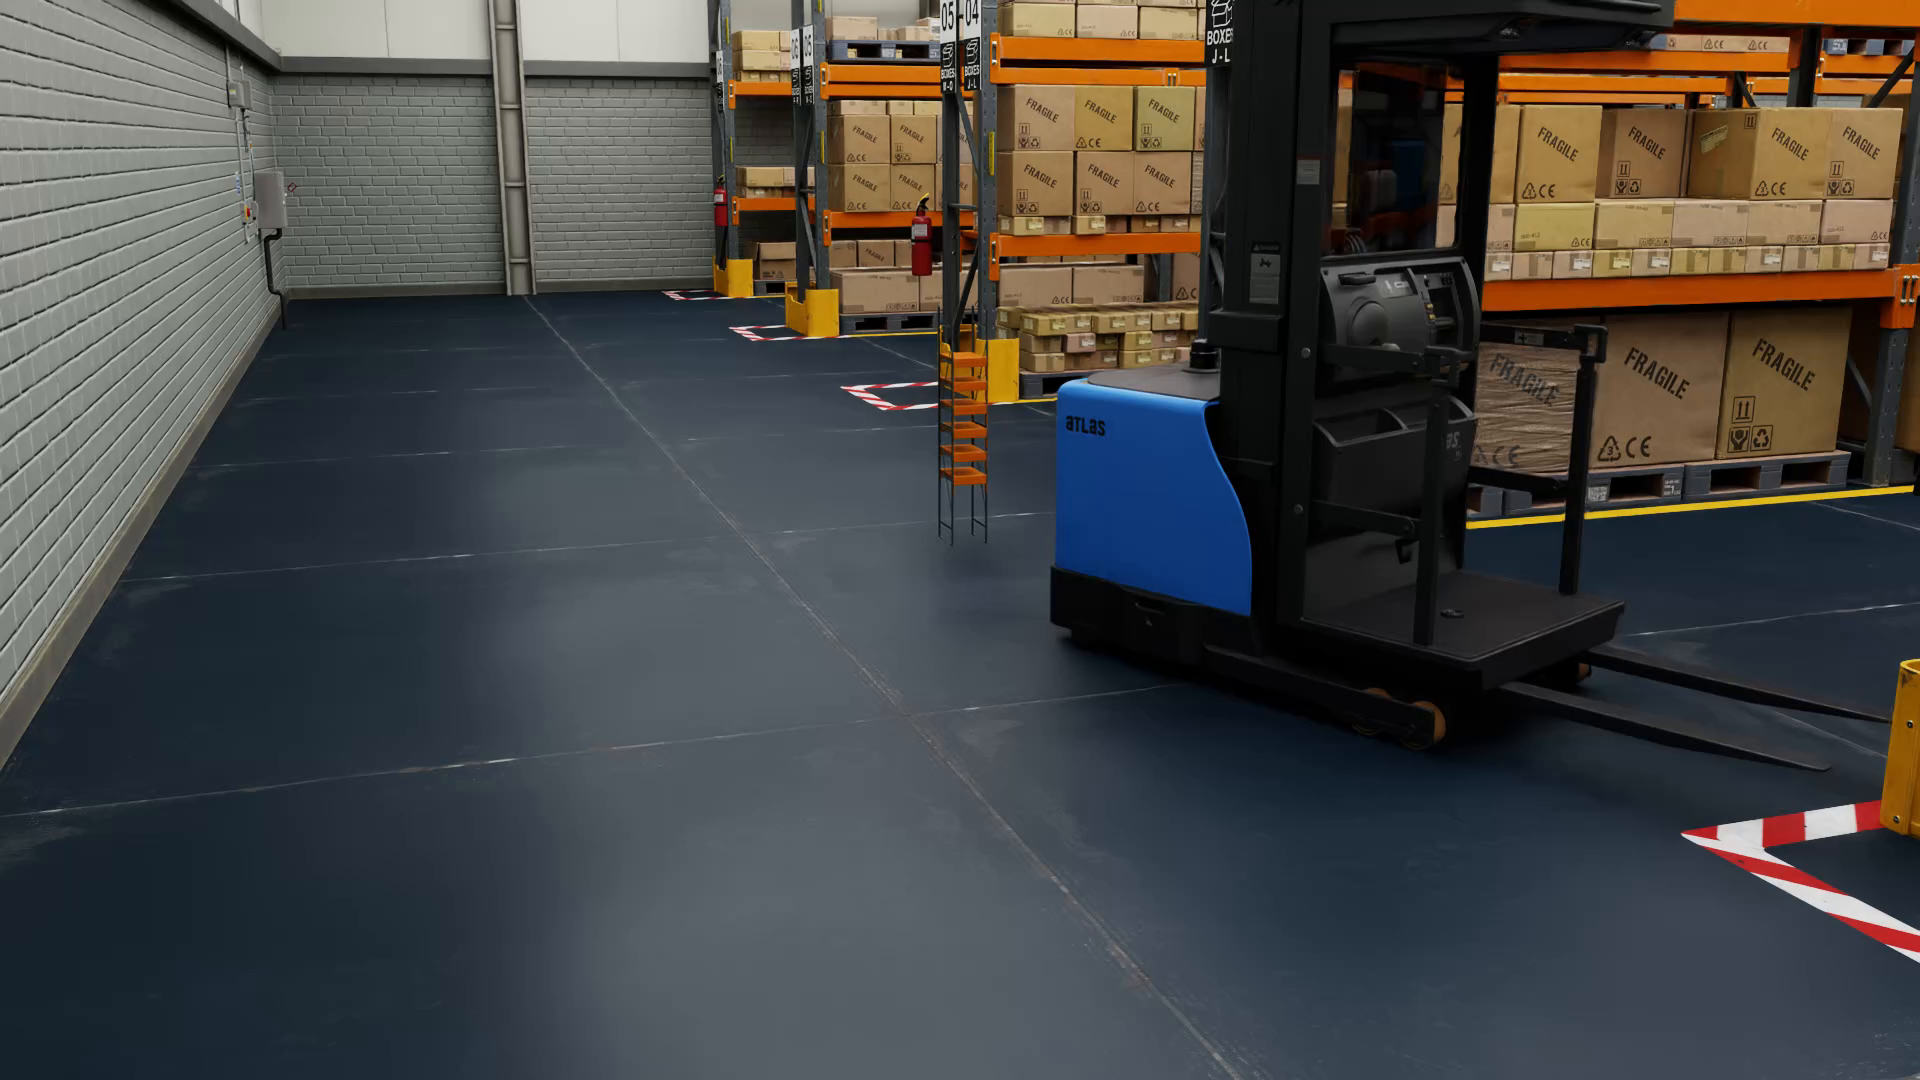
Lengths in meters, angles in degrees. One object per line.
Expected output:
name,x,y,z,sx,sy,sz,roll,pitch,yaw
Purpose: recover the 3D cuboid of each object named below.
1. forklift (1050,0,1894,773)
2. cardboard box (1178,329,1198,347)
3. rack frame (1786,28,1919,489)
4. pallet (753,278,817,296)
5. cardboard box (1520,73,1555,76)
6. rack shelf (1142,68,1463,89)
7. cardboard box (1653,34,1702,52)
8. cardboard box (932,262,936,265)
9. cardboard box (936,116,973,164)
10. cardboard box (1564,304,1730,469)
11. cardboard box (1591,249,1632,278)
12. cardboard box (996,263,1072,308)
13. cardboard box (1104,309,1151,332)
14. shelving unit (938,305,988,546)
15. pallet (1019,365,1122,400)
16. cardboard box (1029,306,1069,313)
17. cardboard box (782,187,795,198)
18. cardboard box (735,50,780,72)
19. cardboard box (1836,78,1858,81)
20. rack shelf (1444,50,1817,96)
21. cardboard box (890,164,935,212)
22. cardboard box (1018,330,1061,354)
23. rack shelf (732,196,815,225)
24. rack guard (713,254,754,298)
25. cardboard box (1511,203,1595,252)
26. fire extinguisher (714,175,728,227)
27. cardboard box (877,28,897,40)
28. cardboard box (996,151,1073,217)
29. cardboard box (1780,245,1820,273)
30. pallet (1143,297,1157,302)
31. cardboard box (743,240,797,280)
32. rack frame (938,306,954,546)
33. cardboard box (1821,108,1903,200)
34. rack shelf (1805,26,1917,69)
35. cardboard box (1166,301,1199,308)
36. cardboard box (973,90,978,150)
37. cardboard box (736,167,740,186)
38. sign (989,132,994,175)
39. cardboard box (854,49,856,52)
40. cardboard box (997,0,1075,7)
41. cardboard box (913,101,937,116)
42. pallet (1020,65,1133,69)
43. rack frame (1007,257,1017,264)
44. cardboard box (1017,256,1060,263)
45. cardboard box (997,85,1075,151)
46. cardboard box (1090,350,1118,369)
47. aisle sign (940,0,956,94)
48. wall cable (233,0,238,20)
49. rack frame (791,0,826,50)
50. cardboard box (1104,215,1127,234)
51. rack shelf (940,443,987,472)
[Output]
forklift,1.743,-0.846,5.864,1.130,2.935,3.031,-12,18,-41
cardboard box,1.871,-1.733,14.055,0.250,0.149,0.380,-4,14,-15
rack frame,5.346,-1.878,10.057,0.127,3.000,1.000,-4,14,-18
pallet,-2.366,-3.553,23.123,1.213,0.211,1.003,-4,14,-18
cardboard box,6.877,-5.923,20.362,0.500,0.500,0.700,-4,14,-18
rack shelf,4.080,-5.309,19.551,4.000,0.370,1.077,-4,14,-18
cardboard box,6.245,-4.603,14.814,0.500,0.500,0.500,-4,14,-18
cardboard box,-0.514,-3.928,23.930,0.250,0.149,0.380,-5,14,-19
cardboard box,-0.088,-4.344,18.046,0.500,0.500,0.500,-5,14,-18
cardboard box,3.841,-0.951,9.844,0.875,0.875,0.875,-4,14,-18
cardboard box,3.454,-1.528,9.129,0.250,0.149,0.380,-5,14,-19
cardboard box,0.707,-2.920,19.068,0.875,0.438,0.875,-5,14,-20
cardboard box,1.384,-1.823,13.792,0.250,0.149,0.380,-5,14,-21
shelving unit,0.014,-0.585,8.508,0.189,1.200,0.258,-4,14,-18
pallet,0.922,-1.379,13.986,1.213,0.211,1.003,-4,14,-18
cardboard box,0.746,-1.886,14.056,0.250,0.149,0.380,-4,14,-17
cardboard box,-2.330,-4.743,22.642,0.250,0.149,0.380,-5,14,-19
cardboard box,-2.685,-6.349,22.050,0.500,0.250,0.500,-5,14,-19
cardboard box,11.391,-6.024,21.548,0.250,0.149,0.380,-5,14,-19
rack shelf,5.755,-4.230,15.018,4.000,0.370,1.077,-4,14,-18
cardboard box,-0.589,-3.821,18.008,0.500,0.500,0.500,-5,14,-19
cardboard box,0.647,-1.623,13.593,0.250,0.149,0.380,-4,14,-16
rack shelf,-1.297,-4.642,23.233,4.000,0.370,1.077,-4,14,-18
rack guard,-3.121,-3.634,22.842,0.348,0.500,1.175,-4,14,-18
cardboard box,3.063,-1.707,9.019,0.500,0.250,0.500,-5,14,-20
fire extinguisher,-3.185,-4.514,22.109,0.183,0.674,0.296,-4,14,-18
cardboard box,-0.837,-5.448,18.001,0.250,0.149,0.380,-6,14,-22
cardboard box,0.582,-2.844,13.259,0.500,0.500,0.500,-4,14,-15
cardboard box,4.674,-1.624,9.530,0.250,0.149,0.380,-5,14,-19
pallet,2.892,-2.769,19.826,1.213,0.211,1.003,-4,14,-18
cardboard box,-2.583,-3.859,22.871,0.637,0.503,0.797,-5,14,-20
rack frame,-0.073,-0.578,8.480,0.006,1.200,0.240,-4,14,-18
cardboard box,4.995,-2.222,9.564,0.500,0.500,0.500,-4,14,-16
rack shelf,7.241,-3.135,10.413,4.000,0.370,1.077,-4,14,-18
cardboard box,1.978,-1.991,14.497,0.250,0.149,0.380,-4,14,-18
cardboard box,0.423,-3.446,13.630,0.500,0.500,0.500,-5,14,-19
cardboard box,-2.842,-5.009,22.899,0.500,0.250,0.500,-4,14,-16
sign,0.242,-2.980,12.820,0.005,0.325,0.100,-4,14,-18
cardboard box,-1.252,-6.710,22.489,0.500,0.250,0.500,-4,14,-17
cardboard box,0.577,-4.284,12.932,0.500,0.250,0.500,-4,14,-17
cardboard box,-0.429,-4.625,17.826,0.250,0.149,0.380,-5,14,-20
pallet,1.406,-5.410,18.613,1.213,0.211,1.003,-4,14,-18
rack frame,0.598,-5.140,23.770,0.127,3.000,1.000,-4,14,-18
cardboard box,1.128,-4.115,23.953,0.500,0.500,0.500,-4,14,-16
cardboard box,0.578,-3.333,13.153,0.500,0.500,0.500,-5,14,-18
cardboard box,1.122,-1.521,13.809,0.250,0.149,0.380,-4,14,-17
aisle sign,-0.097,-4.003,13.373,0.004,0.787,0.394,-4,14,-18
wall cable,-7.145,-6.359,15.929,0.029,3.000,2.355,-4,14,-18
rack frame,-1.606,-6.675,17.259,0.127,3.000,1.000,-4,14,-18
cardboard box,1.182,-2.593,13.606,0.250,0.149,0.380,-4,14,-15
rack shelf,0.014,-0.425,8.546,0.180,0.103,0.258,-4,14,-18
